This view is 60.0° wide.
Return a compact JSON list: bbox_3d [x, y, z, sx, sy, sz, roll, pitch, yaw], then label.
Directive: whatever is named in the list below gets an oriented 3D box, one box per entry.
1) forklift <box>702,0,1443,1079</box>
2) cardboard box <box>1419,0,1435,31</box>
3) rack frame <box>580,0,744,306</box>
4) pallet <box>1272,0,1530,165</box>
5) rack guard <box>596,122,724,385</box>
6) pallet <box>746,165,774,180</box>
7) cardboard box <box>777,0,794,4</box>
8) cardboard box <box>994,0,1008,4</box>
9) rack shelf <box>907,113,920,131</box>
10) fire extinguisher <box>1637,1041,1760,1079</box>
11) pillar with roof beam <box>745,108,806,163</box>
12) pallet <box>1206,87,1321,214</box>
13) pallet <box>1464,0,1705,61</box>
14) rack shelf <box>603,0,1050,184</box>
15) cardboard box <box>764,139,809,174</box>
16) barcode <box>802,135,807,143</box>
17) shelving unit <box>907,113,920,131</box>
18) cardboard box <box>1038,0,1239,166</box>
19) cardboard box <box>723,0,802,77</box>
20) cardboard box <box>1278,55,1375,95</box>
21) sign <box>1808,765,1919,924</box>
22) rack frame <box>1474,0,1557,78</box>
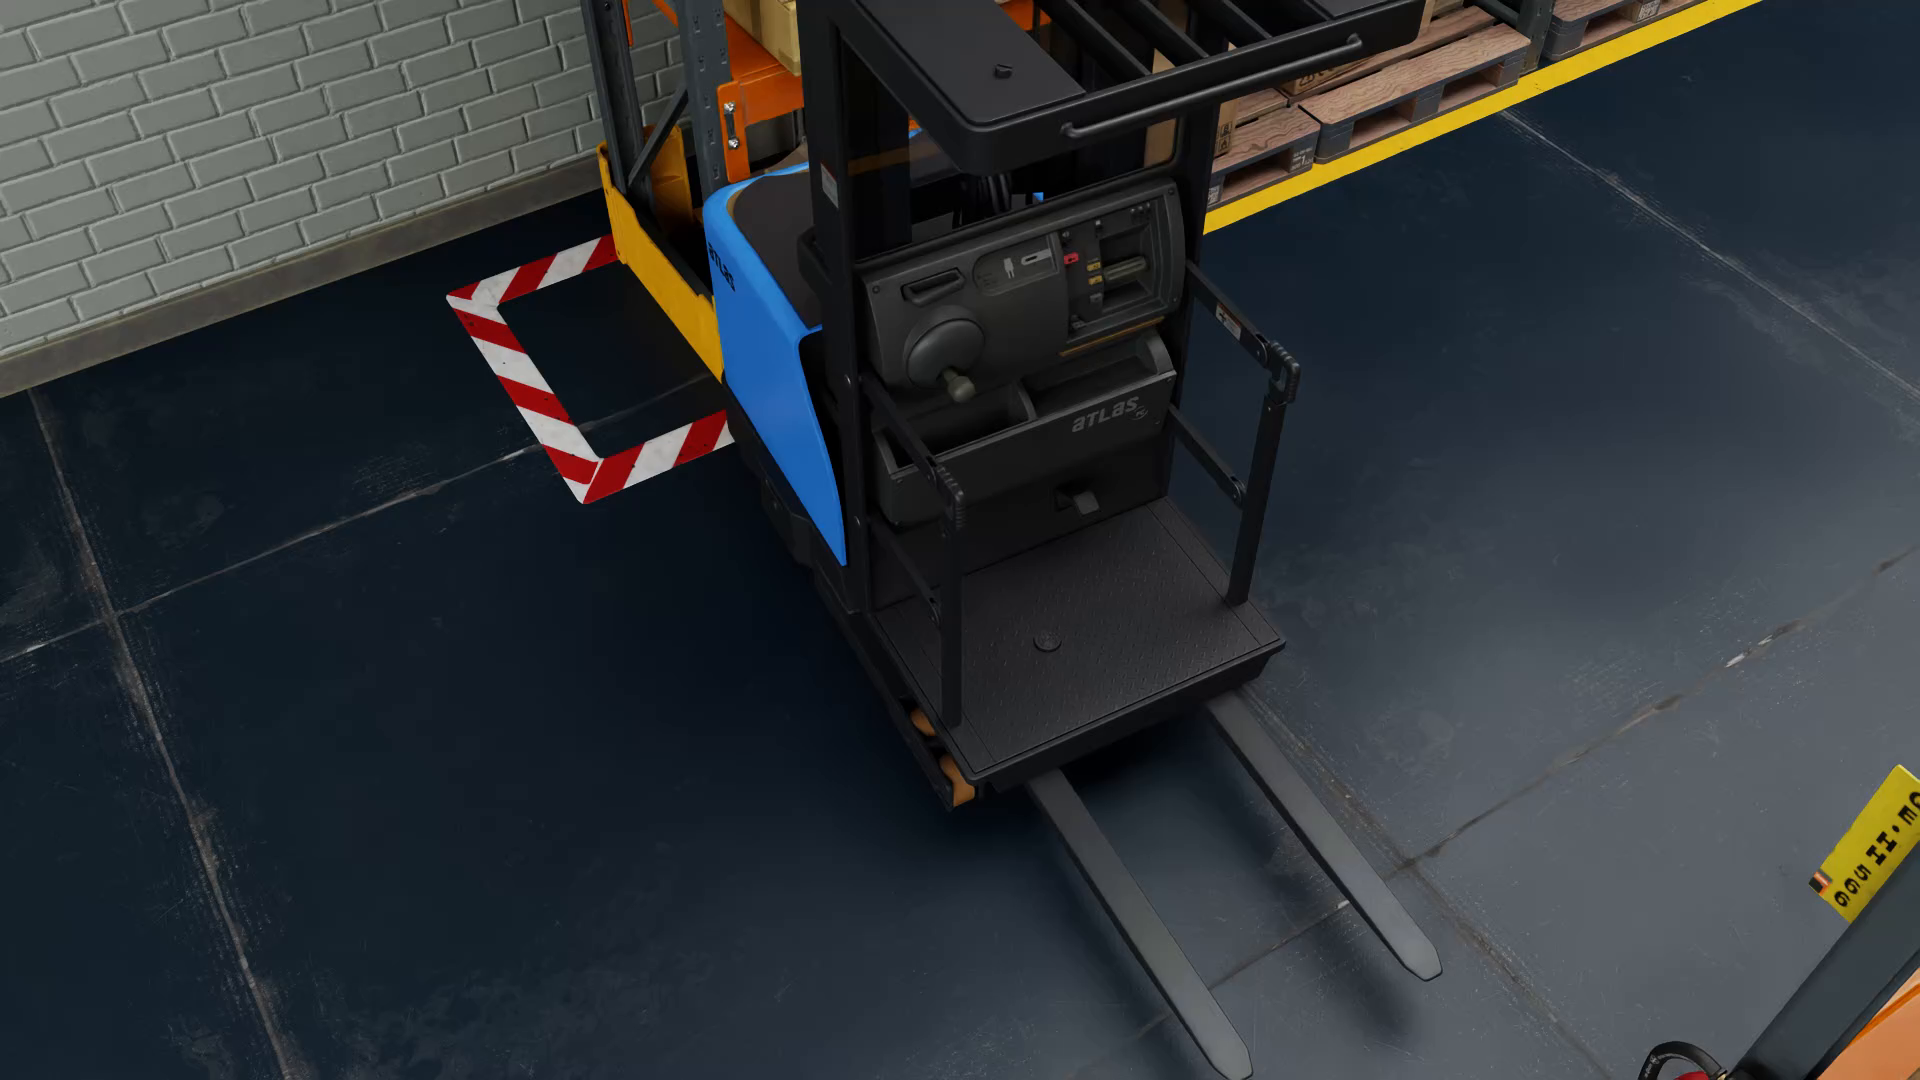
[{"bbox_3d":[0.290,-0.561,4.287,1.130,2.935,3.031,-21,52,-18],"label":"forklift"},{"bbox_3d":[1.908,-2.430,7.508,0.250,0.166,0.380,-32,56,-25],"label":"cardboard box"},{"bbox_3d":[-1.038,-1.864,5.401,0.127,3.000,1.000,-25,53,-21],"label":"rack frame"},{"bbox_3d":[1.796,-2.240,7.604,1.213,0.211,1.003,-25,53,-21],"label":"pallet"},{"bbox_3d":[-0.974,-1.063,6.362,0.348,0.500,1.175,-25,53,-21],"label":"rack guard"},{"bbox_3d":[-0.268,-1.268,6.738,1.213,0.211,1.003,-25,53,-21],"label":"pallet"},{"bbox_3d":[-0.474,-2.070,5.170,0.500,0.500,0.500,-25,53,-21],"label":"cardboard box"},{"bbox_3d":[-0.024,-2.031,5.637,0.500,0.250,0.500,-27,54,-22],"label":"cardboard box"},{"bbox_3d":[-0.152,-1.405,5.912,0.240,0.259,0.215,-21,37,-14],"label":"rack shelf"},{"bbox_3d":[1.260,1.043,2.865,0.183,0.674,0.296,-25,53,-21],"label":"fire extinguisher"},{"bbox_3d":[1.389,-1.965,1.474,0.400,9.000,9.100,-25,53,-21],"label":"pillar with roof beam"},{"bbox_3d":[0.763,-1.751,7.168,1.213,0.211,1.003,-25,53,-21],"label":"pallet"},{"bbox_3d":[3.003,-2.842,8.139,1.213,0.211,1.003,-25,53,-21],"label":"pallet"},{"bbox_3d":[0.653,-2.422,6.380,4.000,0.370,1.077,-25,53,-21],"label":"rack shelf"},{"bbox_3d":[-0.405,-1.335,6.436,0.500,0.311,0.500,-31,55,-25],"label":"cardboard box"},{"bbox_3d":[-0.603,-1.598,6.664,0.075,0.075,0.001,-25,53,-21],"label":"barcode"},{"bbox_3d":[-0.111,-1.186,6.070,0.252,1.050,0.215,-21,37,-14],"label":"shelving unit"},{"bbox_3d":[0.724,-1.886,6.800,0.500,0.500,0.700,-28,54,-23],"label":"cardboard box"},{"bbox_3d":[-0.456,-1.815,5.444,0.500,0.250,0.500,-27,54,-22],"label":"cardboard box"},{"bbox_3d":[1.488,-2.334,7.199,0.500,0.500,0.500,-29,54,-23],"label":"cardboard box"},{"bbox_3d":[1.330,0.451,2.406,0.005,0.325,0.100,-25,53,-21],"label":"sign"},{"bbox_3d":[2.345,-3.458,6.821,0.127,3.000,1.000,-25,53,-21],"label":"rack frame"}]
